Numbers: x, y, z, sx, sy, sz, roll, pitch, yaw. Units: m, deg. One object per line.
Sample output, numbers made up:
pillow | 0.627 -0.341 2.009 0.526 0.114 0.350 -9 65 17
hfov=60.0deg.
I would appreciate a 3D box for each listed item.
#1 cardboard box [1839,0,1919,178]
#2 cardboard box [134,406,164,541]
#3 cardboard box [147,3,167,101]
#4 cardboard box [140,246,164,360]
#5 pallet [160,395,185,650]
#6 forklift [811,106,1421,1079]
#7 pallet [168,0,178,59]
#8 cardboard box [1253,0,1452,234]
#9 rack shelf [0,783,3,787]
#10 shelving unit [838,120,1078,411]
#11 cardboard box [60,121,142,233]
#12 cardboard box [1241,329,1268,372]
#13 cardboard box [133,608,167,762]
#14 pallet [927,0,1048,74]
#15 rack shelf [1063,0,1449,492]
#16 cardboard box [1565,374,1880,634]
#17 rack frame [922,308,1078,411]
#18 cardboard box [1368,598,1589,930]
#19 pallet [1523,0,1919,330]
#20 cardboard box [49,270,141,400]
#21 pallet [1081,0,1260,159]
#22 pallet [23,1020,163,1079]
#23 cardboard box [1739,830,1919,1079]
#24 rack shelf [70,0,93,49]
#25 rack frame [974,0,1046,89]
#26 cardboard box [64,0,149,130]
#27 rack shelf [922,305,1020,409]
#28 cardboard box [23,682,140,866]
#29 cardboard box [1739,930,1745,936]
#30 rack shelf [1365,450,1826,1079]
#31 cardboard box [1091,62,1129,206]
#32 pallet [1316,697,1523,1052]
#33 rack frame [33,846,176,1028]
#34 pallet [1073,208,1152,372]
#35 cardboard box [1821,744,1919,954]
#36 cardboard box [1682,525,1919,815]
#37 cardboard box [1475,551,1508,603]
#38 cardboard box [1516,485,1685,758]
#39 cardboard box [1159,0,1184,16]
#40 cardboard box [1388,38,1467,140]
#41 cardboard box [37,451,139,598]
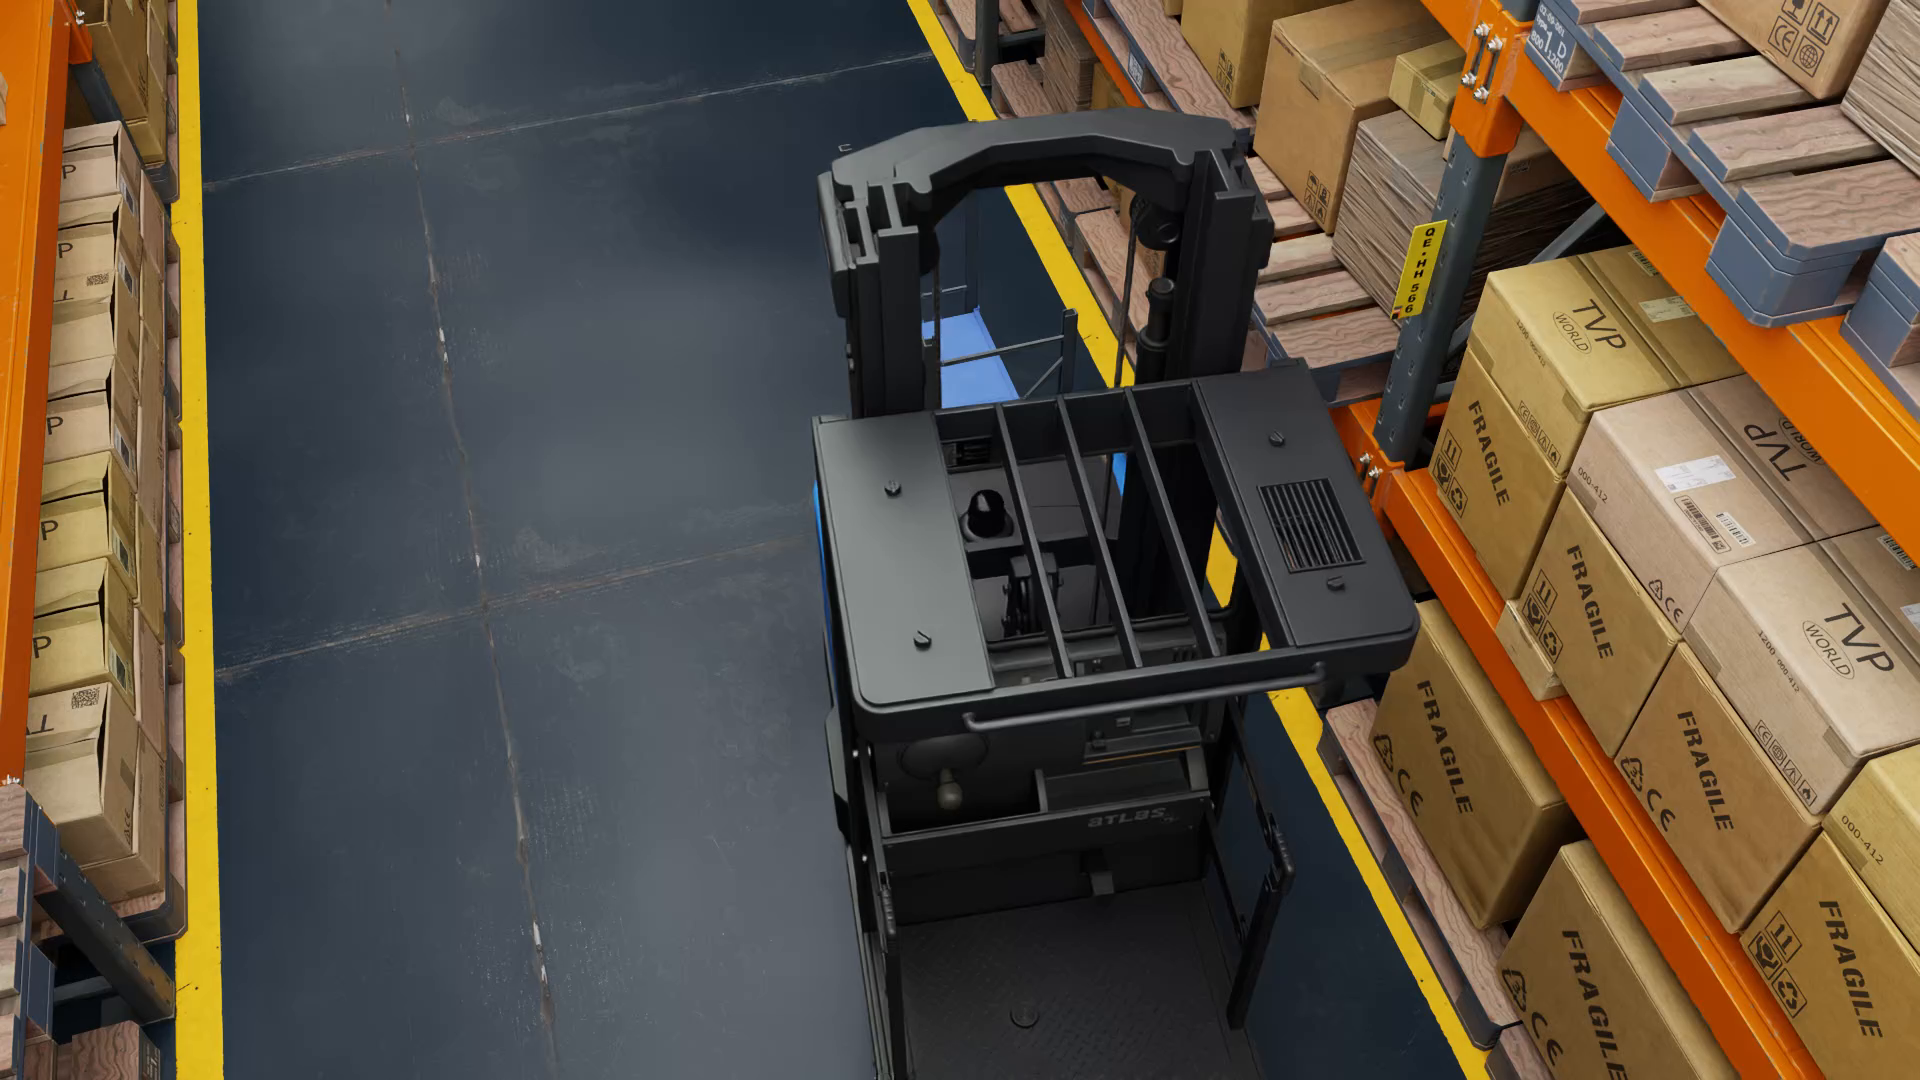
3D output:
cardboard box | 2.159 -0.931 3.048 0.700 0.500 0.500 -16 52 -13
cardboard box | -3.312 -0.202 6.272 0.500 0.250 0.500 -12 51 -10
cardboard box | -4.151 -2.328 8.064 0.500 0.250 0.500 -13 51 -11
cardboard box | -3.613 -0.947 6.900 0.500 0.250 0.500 -14 51 -12
pallet | -3.541 0.015 6.389 1.003 0.211 1.213 -13 51 -11
forklift | 0.270 0.563 4.148 1.130 2.935 3.031 -8 50 -6
pallet | -4.720 -2.890 8.838 1.003 0.211 1.213 -13 51 -11
cardboard box | 1.414 -1.424 5.425 0.700 0.500 0.500 -18 52 -14
rack shelf | -2.386 2.309 3.102 1.077 0.370 4.000 -13 51 -11
shelving unit | -0.025 -0.546 6.019 0.538 1.500 1.048 -13 51 -11
cardboard box | -3.767 -1.504 7.003 0.500 0.311 0.500 -13 51 -11
cardboard box | 1.449 -0.759 6.565 0.700 0.500 0.500 -13 51 -11
cardboard box | -3.001 0.551 5.637 0.500 0.250 0.500 -15 51 -12
pallet | 0.338 -3.012 8.941 1.003 0.211 1.213 -13 51 -11
rack shelf | 1.162 -1.736 6.511 1.077 0.370 4.000 -13 51 -11
cardboard box | 1.801 -0.101 3.899 0.500 0.250 0.500 -14 51 -11
rack frame | 0.125 -0.174 5.706 0.500 1.500 0.032 -13 51 -11
cardboard box | 1.846 0.618 5.189 0.750 0.750 0.750 -14 51 -11
pallet | 1.995 -0.954 3.544 1.213 0.211 1.003 -11 51 -9
cardboard box | -3.462 -0.761 6.376 0.500 0.311 0.500 -13 51 -11
pallet | 1.129 -1.881 6.289 1.003 0.211 1.213 -13 51 -11
pallet | -2.793 2.069 4.658 1.003 0.211 1.213 -13 51 -11
cardboard box | 2.106 0.897 3.548 0.500 0.500 0.500 -12 51 -10
rack shelf | -4.752 -3.534 8.028 1.077 0.370 4.000 -13 51 -11
rack frame | 0.571 -3.428 7.468 1.000 3.000 0.127 -13 51 -11
cardboard box | -3.999 -2.206 7.471 0.500 0.500 0.500 -13 51 -11
rack shelf | -0.025 -0.430 6.156 0.538 0.185 1.000 -13 51 -11
cardboard box | -2.852 0.737 5.113 0.500 0.311 0.500 -12 51 -10
cardboard box | 2.037 0.794 4.060 0.380 0.149 0.250 -13 51 -10
rack shelf | 2.345 1.186 4.049 1.077 0.370 4.000 -13 51 -11
cardboard box | 1.005 -1.864 7.497 0.700 0.500 0.500 -14 51 -12
pallet | 1.915 0.985 5.571 1.003 0.211 1.213 -13 51 -11
rack frame | -2.978 0.616 4.058 1.000 3.000 0.127 -13 51 -11
pallet | 1.167 -1.068 7.302 1.003 0.211 1.213 -13 51 -11
cardboard box | 2.110 0.635 3.279 0.500 0.250 0.500 -14 51 -12
cardboard box | 1.953 0.264 3.592 0.500 0.250 0.500 -13 51 -11
cardboard box | 1.696 0.047 4.690 0.380 0.149 0.250 -13 51 -10
cardboard box | 1.799 0.156 4.173 0.500 0.500 0.500 -12 51 -10
cardboard box | 1.071 -2.339 6.197 0.700 0.500 0.500 -7 50 -6
cardboard box | 1.514 -1.367 4.953 0.380 0.149 0.250 -21 53 -17
cardboard box | -3.164 -0.018 5.750 0.500 0.311 0.500 -15 51 -12
